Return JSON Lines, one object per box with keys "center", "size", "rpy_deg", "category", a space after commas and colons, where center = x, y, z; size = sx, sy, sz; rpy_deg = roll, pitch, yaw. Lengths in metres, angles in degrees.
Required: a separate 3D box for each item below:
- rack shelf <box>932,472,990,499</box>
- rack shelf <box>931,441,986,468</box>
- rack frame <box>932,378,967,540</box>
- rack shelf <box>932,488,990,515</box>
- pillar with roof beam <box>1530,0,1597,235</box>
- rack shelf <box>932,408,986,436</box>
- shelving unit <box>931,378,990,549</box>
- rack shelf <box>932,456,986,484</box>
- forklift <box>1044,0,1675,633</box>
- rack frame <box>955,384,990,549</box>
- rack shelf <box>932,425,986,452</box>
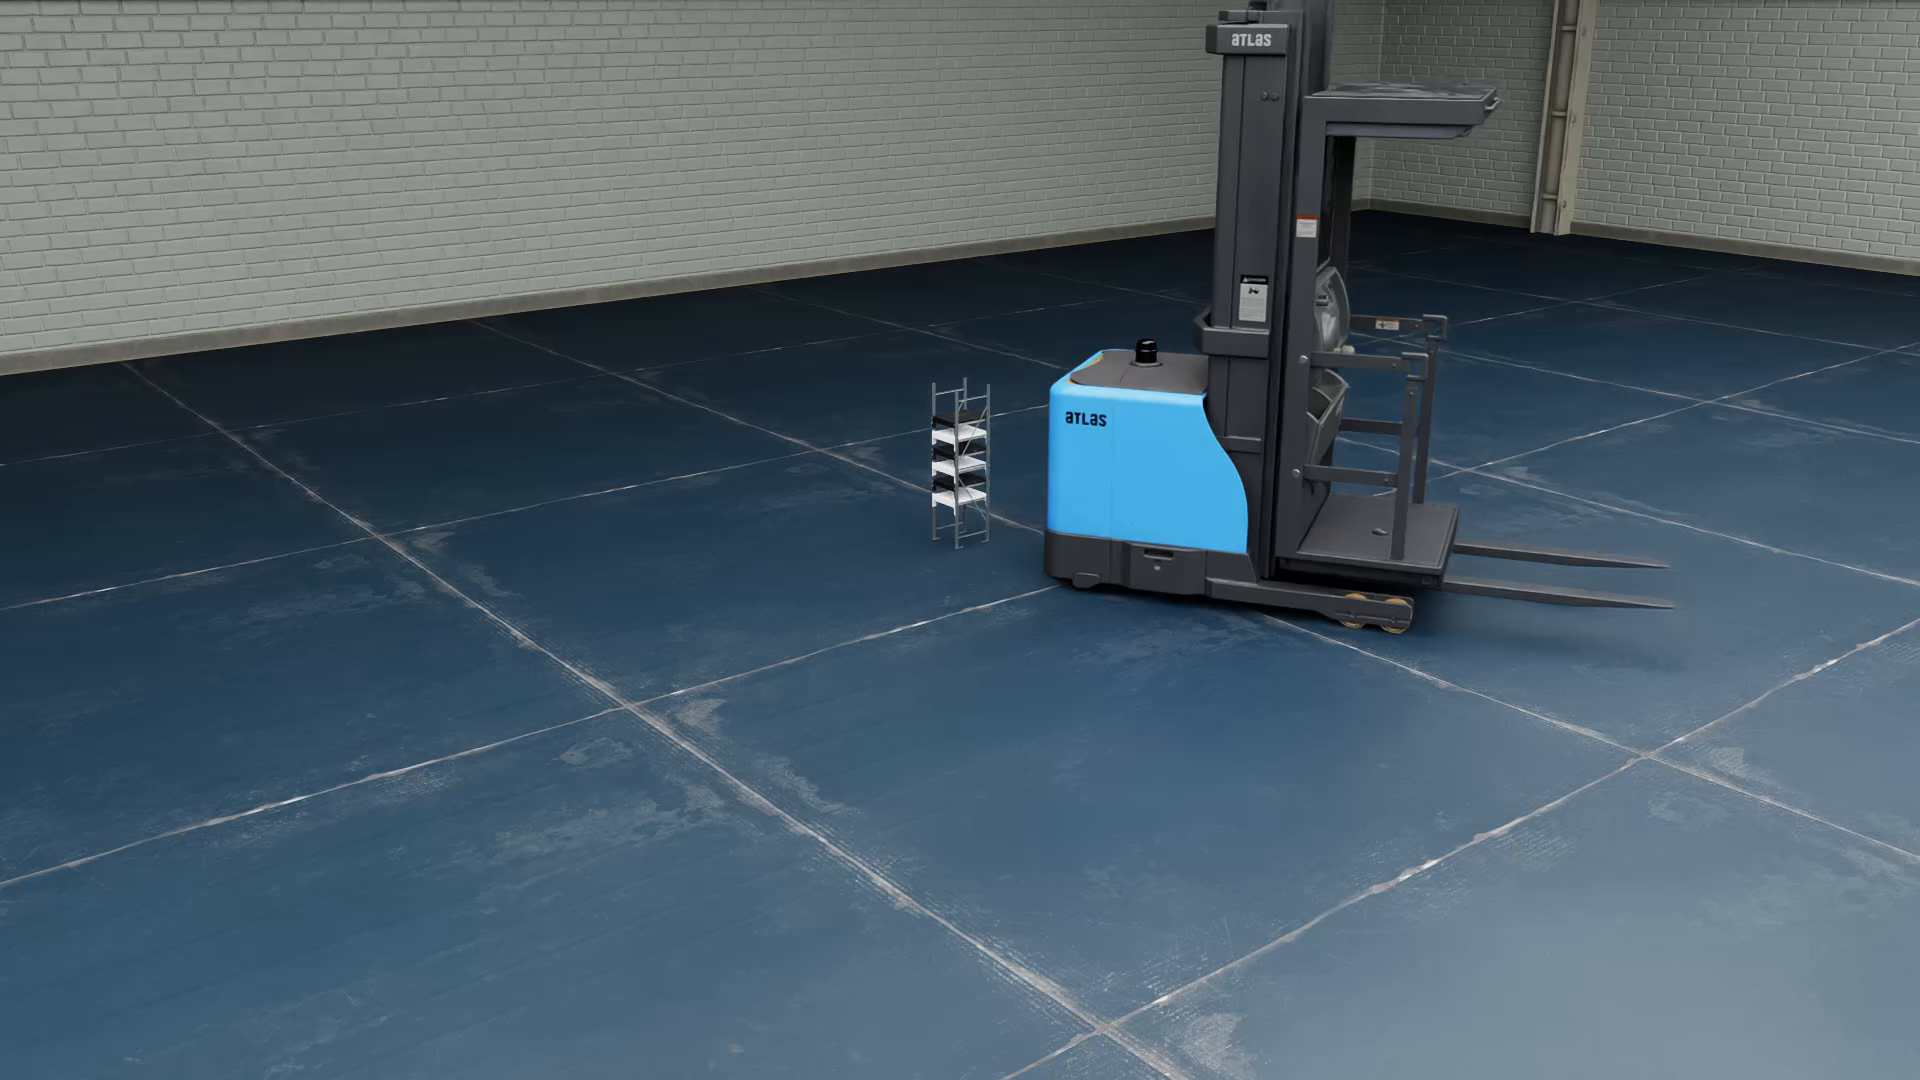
{"center": [0.005, -0.308, 9.254], "size": [0.258, 0.077, 0.200], "rpy_deg": [-14, 23, -36], "category": "rack shelf"}
{"center": [0.005, -0.479, 9.197], "size": [0.258, 0.077, 0.200], "rpy_deg": [-14, 23, -36], "category": "rack shelf"}
{"center": [-0.058, -0.450, 9.291], "size": [0.240, 0.900, 0.006], "rpy_deg": [-14, 23, -36], "category": "rack frame"}
{"center": [0.005, -0.223, 9.282], "size": [0.258, 0.077, 0.200], "rpy_deg": [-14, 23, -36], "category": "rack shelf"}
{"center": [4.147, -7.349, 17.240], "size": [9.100, 9.000, 0.400], "rpy_deg": [-14, 23, -36], "category": "pillar with roof beam"}
{"center": [0.005, -0.650, 9.141], "size": [0.258, 0.077, 0.200], "rpy_deg": [-14, 23, -36], "category": "rack shelf"}
{"center": [0.005, -0.425, 9.215], "size": [0.258, 0.900, 0.210], "rpy_deg": [-14, 23, -36], "category": "shelving unit"}
{"center": [0.005, -0.394, 9.225], "size": [0.258, 0.077, 0.200], "rpy_deg": [-14, 23, -36], "category": "rack shelf"}
{"center": [2.008, -1.131, 8.114], "size": [3.031, 2.935, 1.130], "rpy_deg": [7, 19, 19], "category": "forklift"}
{"center": [0.068, -0.400, 9.139], "size": [0.240, 0.900, 0.006], "rpy_deg": [-14, 23, -36], "category": "rack frame"}
{"center": [0.005, -0.564, 9.169], "size": [0.258, 0.077, 0.200], "rpy_deg": [-14, 23, -36], "category": "rack shelf"}
